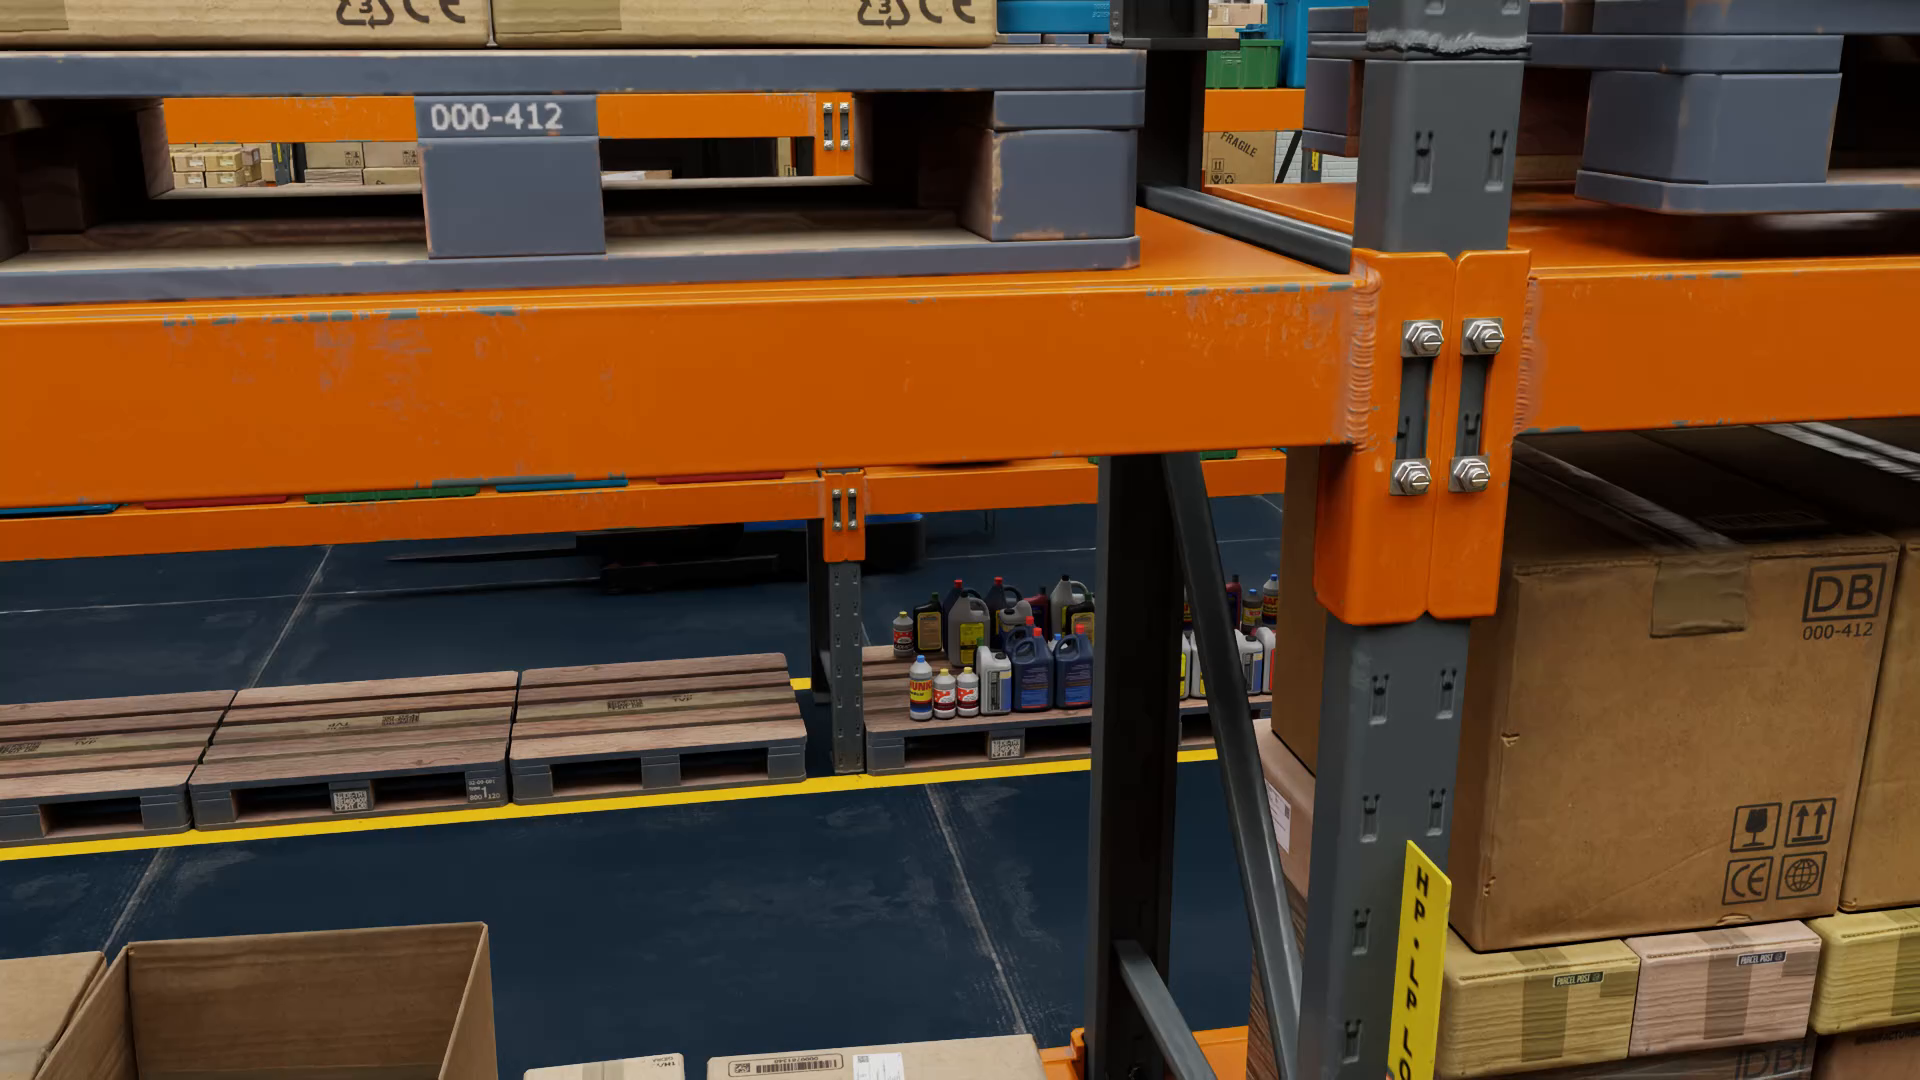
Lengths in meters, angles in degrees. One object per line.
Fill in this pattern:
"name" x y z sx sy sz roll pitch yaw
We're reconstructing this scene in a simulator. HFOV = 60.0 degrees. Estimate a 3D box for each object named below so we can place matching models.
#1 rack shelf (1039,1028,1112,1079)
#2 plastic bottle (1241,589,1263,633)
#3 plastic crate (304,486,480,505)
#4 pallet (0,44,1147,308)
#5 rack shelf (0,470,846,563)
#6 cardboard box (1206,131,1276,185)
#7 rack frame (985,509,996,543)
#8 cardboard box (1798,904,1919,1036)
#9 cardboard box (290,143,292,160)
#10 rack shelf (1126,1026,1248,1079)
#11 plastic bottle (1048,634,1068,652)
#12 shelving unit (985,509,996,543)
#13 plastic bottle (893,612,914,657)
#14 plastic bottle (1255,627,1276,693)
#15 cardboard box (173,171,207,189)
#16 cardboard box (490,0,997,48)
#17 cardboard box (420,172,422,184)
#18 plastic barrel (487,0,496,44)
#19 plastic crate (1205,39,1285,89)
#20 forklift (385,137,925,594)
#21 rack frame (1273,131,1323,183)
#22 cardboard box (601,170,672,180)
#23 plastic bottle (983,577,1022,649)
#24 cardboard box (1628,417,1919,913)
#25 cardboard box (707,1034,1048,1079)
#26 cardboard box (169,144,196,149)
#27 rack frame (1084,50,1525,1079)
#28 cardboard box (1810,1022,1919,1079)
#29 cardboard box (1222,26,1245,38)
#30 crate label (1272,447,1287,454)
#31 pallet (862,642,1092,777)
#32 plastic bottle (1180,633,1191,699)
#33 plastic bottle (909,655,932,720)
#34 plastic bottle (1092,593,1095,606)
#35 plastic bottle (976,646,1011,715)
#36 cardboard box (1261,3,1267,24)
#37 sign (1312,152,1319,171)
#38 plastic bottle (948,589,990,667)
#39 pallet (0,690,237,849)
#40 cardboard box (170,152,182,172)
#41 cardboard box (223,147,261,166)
"rack shelf" -1.590 1.303 2.186 4.000 0.370 1.077 -3 17 -10
"plastic bottle" 1.424 0.341 8.110 0.097 0.201 0.097 0 17 0
"plastic crate" -2.219 -0.301 6.544 0.662 0.188 0.450 -3 17 -10
"pallet" -0.490 -0.442 1.859 1.217 0.209 0.805 -4 18 -13
"rack shelf" -2.526 -0.125 6.836 4.000 0.370 1.077 -3 17 -10
"cardboard box" 1.932 -2.797 11.930 0.500 0.500 0.500 -3 17 -10
"rack frame" 0.188 -0.588 10.184 0.015 1.200 0.240 -4 17 -12
"cardboard box" 1.174 0.502 2.295 0.250 0.149 0.380 -4 17 -12
"cardboard box" -7.737 -4.710 19.940 0.500 0.250 0.500 -3 17 -11
"rack shelf" 2.337 1.080 2.912 4.000 0.370 1.077 -3 17 -10
"plastic bottle" 0.428 0.545 7.326 0.097 0.271 0.097 0 17 0
"shelving unit" -0.050 -0.573 10.133 0.503 1.200 0.258 -4 17 -12
"plastic bottle" -0.265 0.437 7.798 0.097 0.201 0.097 0 17 0
"plastic bottle" 1.392 0.523 7.389 0.135 0.276 0.152 -3 17 -10
"cardboard box" -6.931 -3.270 15.055 0.250 0.149 0.380 -3 17 -8
"cardboard box" -0.233 -0.684 1.861 0.500 0.250 0.500 -1 17 -5
"cardboard box" -4.785 -3.273 15.689 0.500 0.500 0.500 -3 17 -10
"plastic barrel" -1.663 -2.127 6.165 0.600 0.901 0.600 0 17 0
"plastic crate" 1.039 -1.923 6.715 0.450 0.188 0.336 -3 17 -10
"forklift" -1.775 -1.270 9.456 3.031 2.935 1.130 -4 17 -12
"rack frame" 2.425 -2.231 12.467 0.127 3.000 1.000 -3 17 -10
"cardboard box" -2.309 -2.492 11.580 1.000 1.000 1.000 -3 17 -10
"plastic bottle" 0.204 0.346 7.840 0.185 0.351 0.144 -4 18 -13
"cardboard box" 1.304 0.125 2.418 0.500 0.500 0.700 -3 17 -11
"cardboard box" -0.101 0.959 2.335 0.500 0.250 0.500 -2 17 -7
"cardboard box" -9.248 -4.616 19.637 0.500 0.250 0.500 -4 17 -12
"rack frame" 0.374 0.848 2.444 0.127 3.000 1.000 -3 17 -10
"cardboard box" 1.325 0.742 2.617 0.500 0.500 0.700 -3 17 -11
"cardboard box" 2.000 -3.493 11.723 0.500 0.250 0.500 -3 17 -9
"crate label" 1.609 -0.640 7.226 0.616 0.435 0.502 -3 17 -10
"pallet" 0.105 0.727 7.585 1.213 0.211 1.003 -3 17 -10
"plastic bottle" 0.912 0.516 7.286 0.185 0.351 0.144 -3 17 -11
"plastic bottle" -0.166 0.622 7.076 0.097 0.271 0.097 0 17 0
"plastic bottle" 0.681 0.356 7.935 0.135 0.276 0.152 -3 17 -9
"plastic bottle" 0.146 0.594 7.159 0.135 0.276 0.152 -3 17 -8
"cardboard box" 2.212 -3.679 11.647 0.250 0.149 0.380 -3 17 -10
"sign" 2.511 -2.775 11.726 0.005 0.325 0.100 -3 17 -10
"plastic bottle" 0.043 0.398 7.670 0.185 0.351 0.144 -3 17 -10
"pallet" -3.722 0.943 6.881 1.213 0.211 1.003 -3 17 -10
"cardboard box" -7.169 -3.399 14.968 0.250 0.149 0.380 -3 17 -9
"cardboard box" -6.766 -3.616 15.675 0.250 0.149 0.380 -3 17 -10
